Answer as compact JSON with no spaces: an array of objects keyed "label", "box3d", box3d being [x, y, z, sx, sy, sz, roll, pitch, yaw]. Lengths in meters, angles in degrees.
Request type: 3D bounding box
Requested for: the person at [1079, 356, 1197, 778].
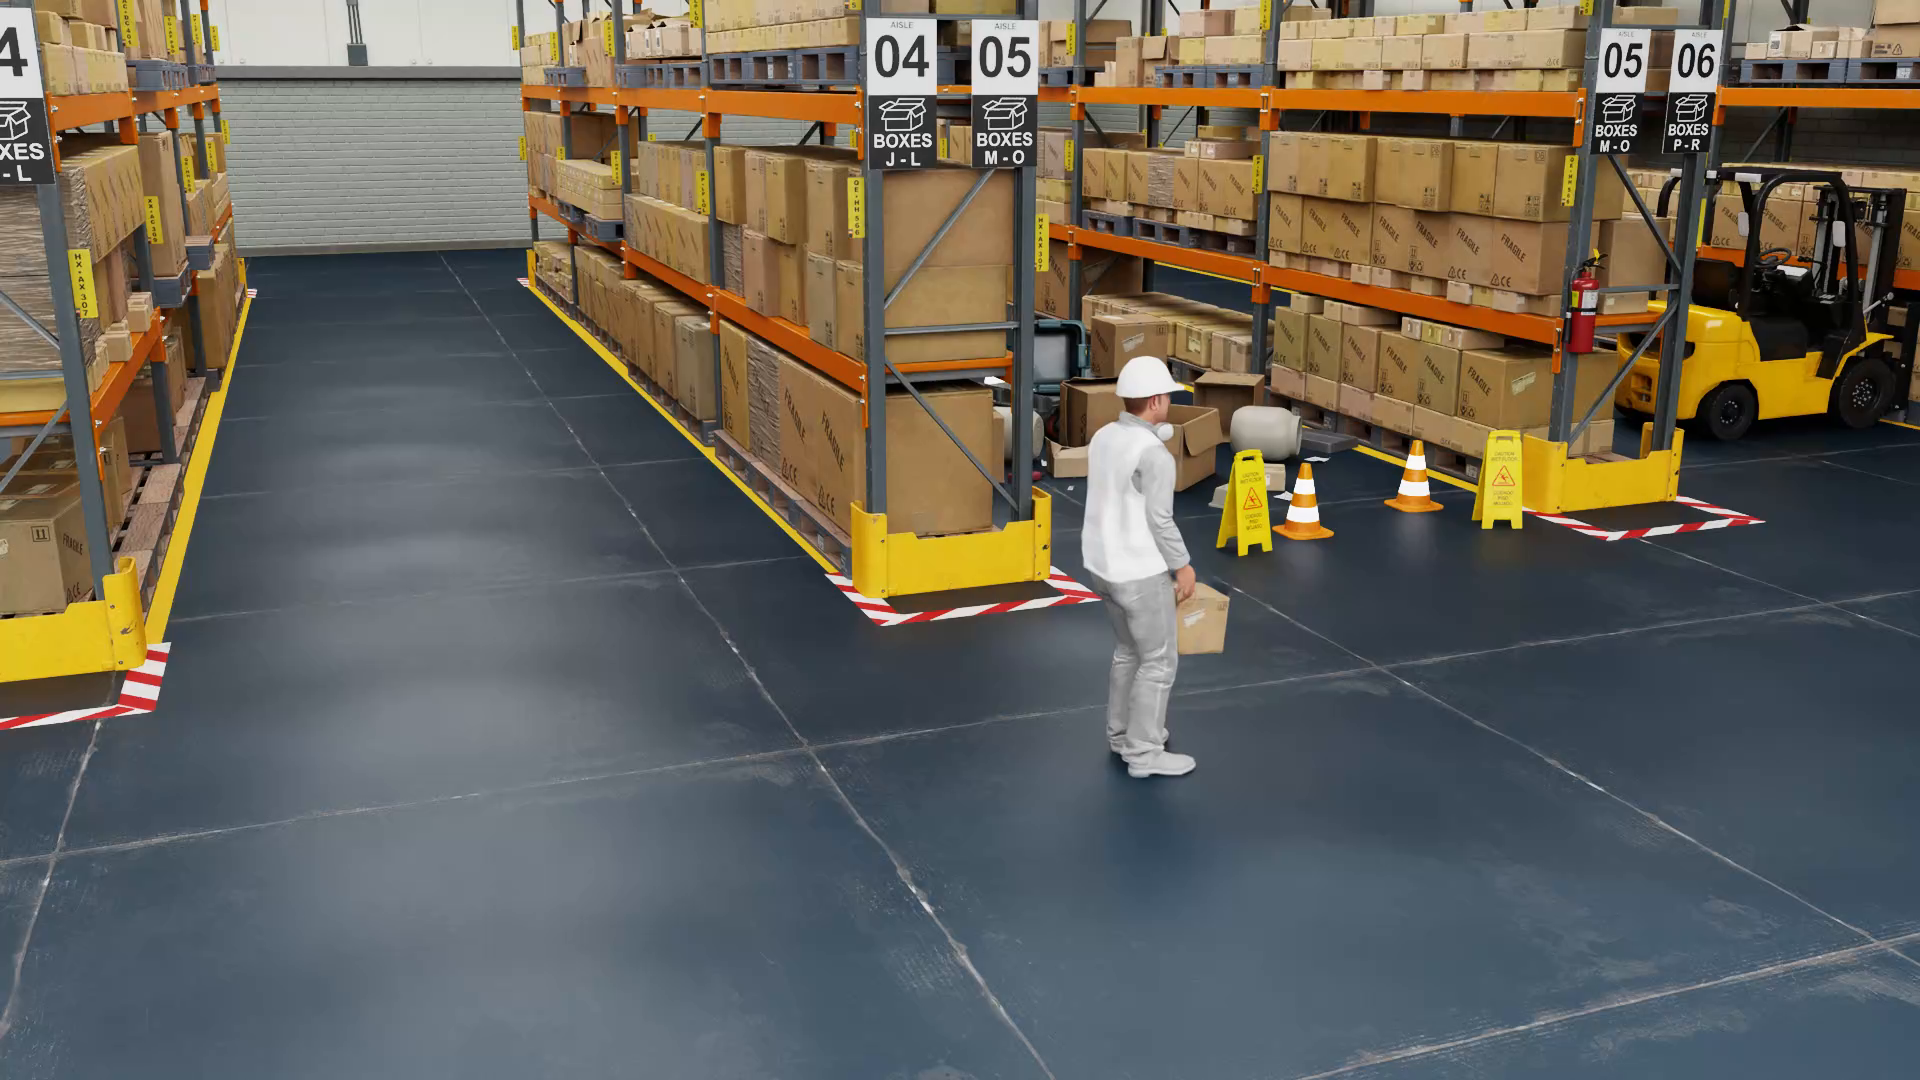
[{"label":"person","box3d":[0.760,0.104,7.104,0.476,1.769,0.581,-7,17,-23]}]
